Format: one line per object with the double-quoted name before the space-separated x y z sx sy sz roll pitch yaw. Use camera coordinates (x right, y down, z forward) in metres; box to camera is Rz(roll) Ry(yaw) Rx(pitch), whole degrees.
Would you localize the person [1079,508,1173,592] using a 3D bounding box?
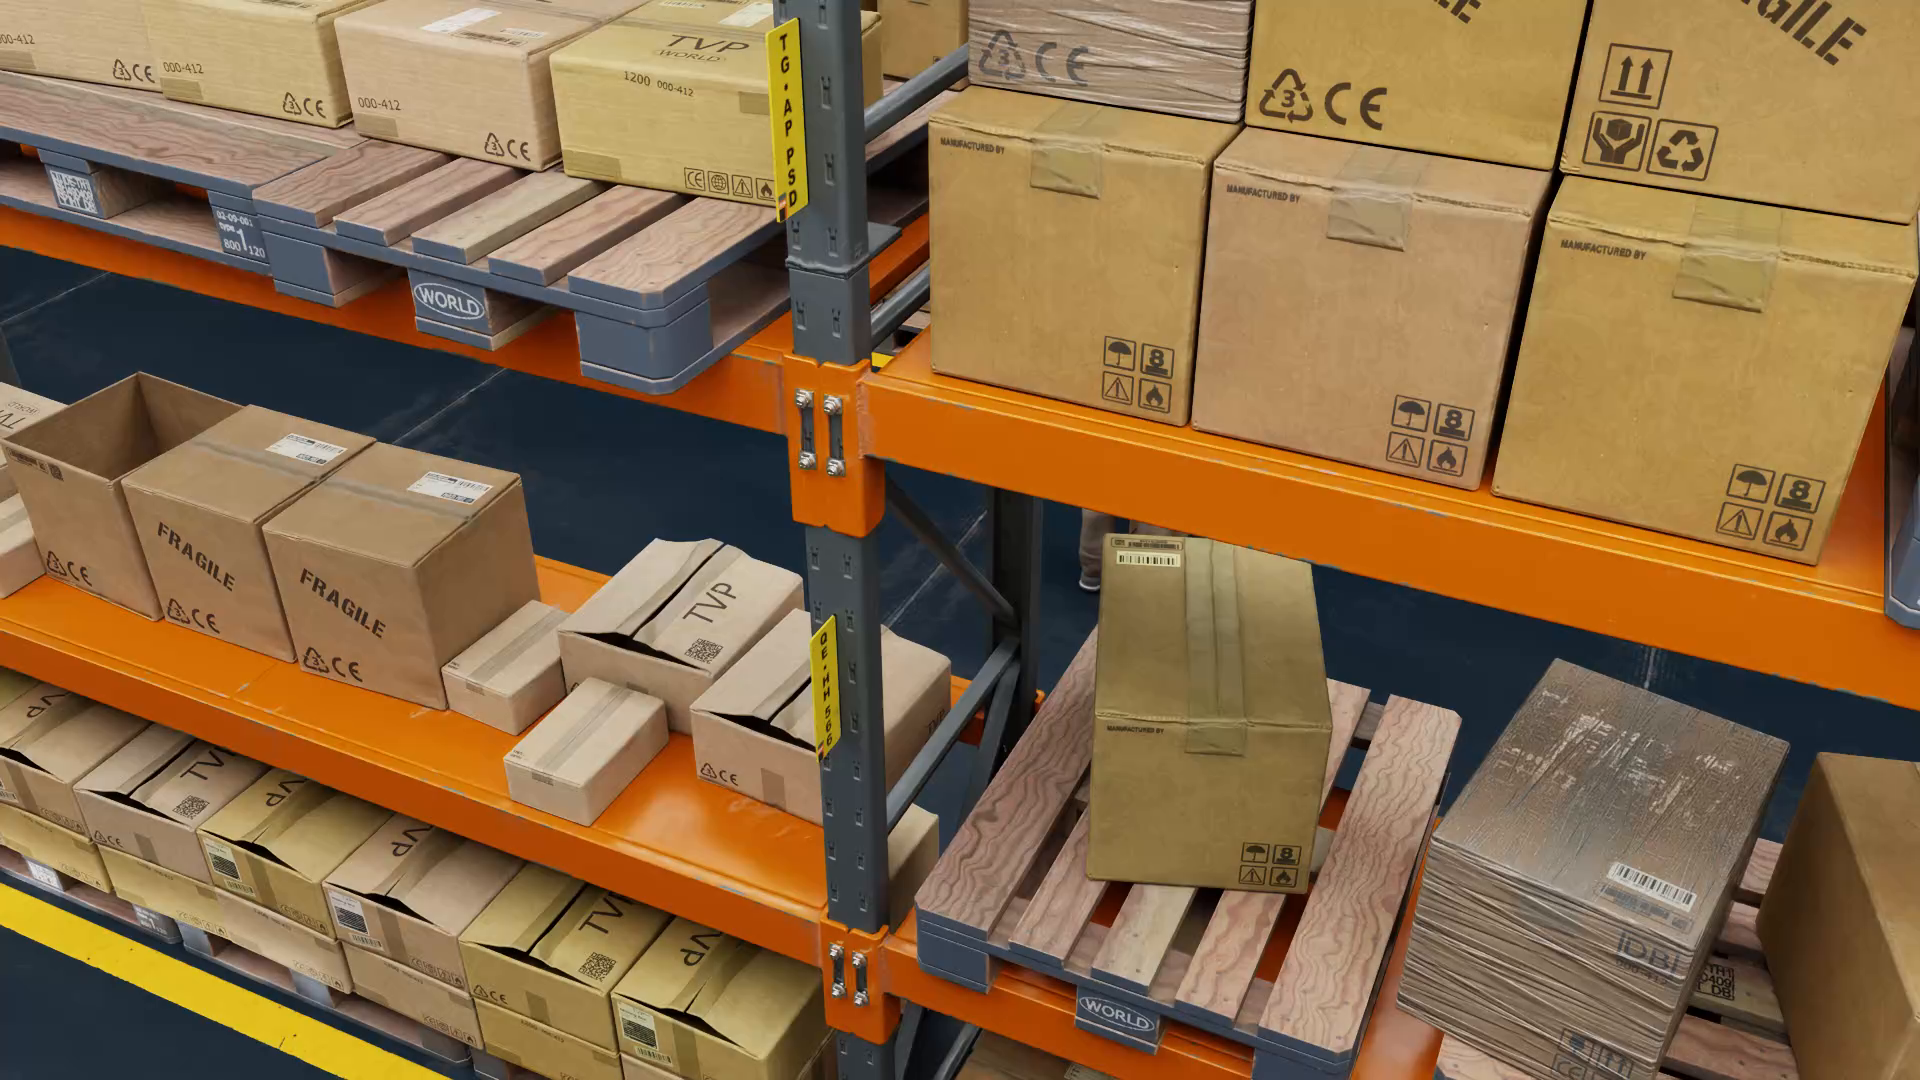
"person" 0.718 -0.522 6.963 0.532 1.723 0.357 15 36 21
